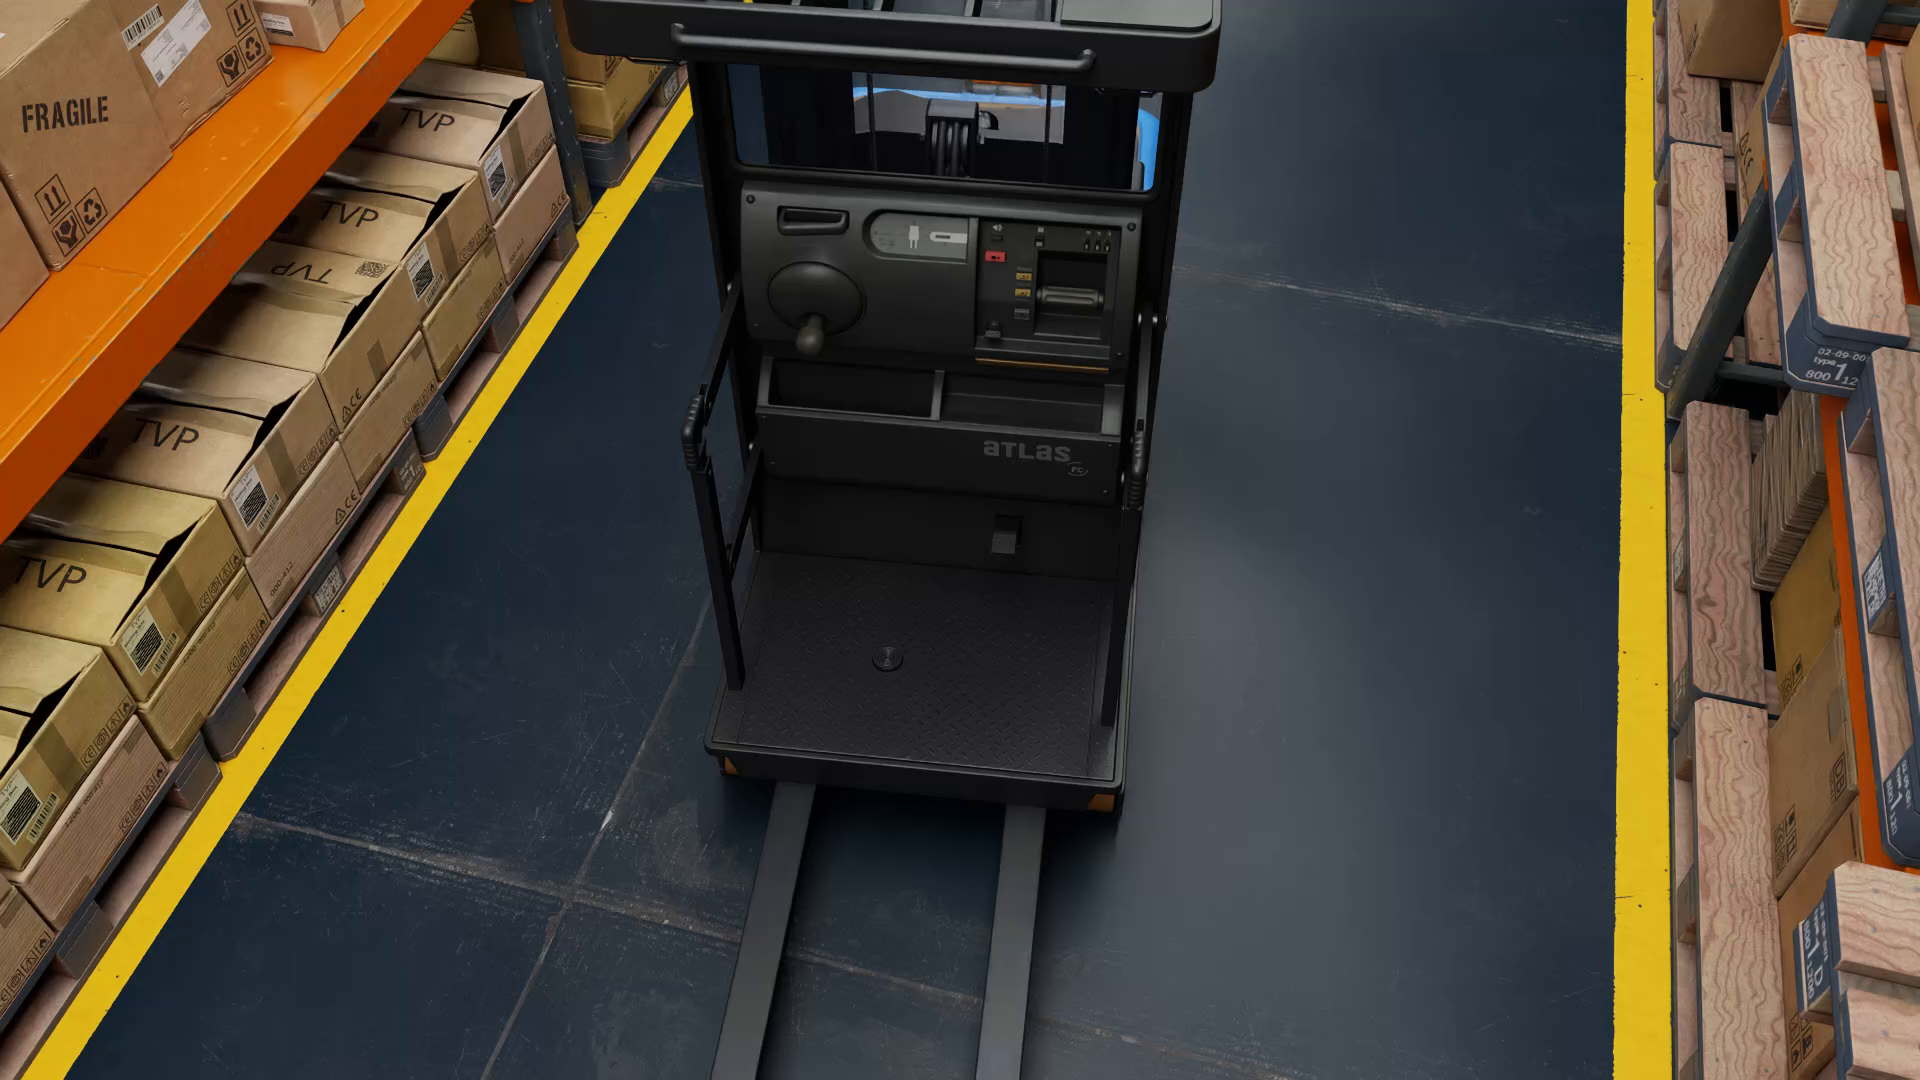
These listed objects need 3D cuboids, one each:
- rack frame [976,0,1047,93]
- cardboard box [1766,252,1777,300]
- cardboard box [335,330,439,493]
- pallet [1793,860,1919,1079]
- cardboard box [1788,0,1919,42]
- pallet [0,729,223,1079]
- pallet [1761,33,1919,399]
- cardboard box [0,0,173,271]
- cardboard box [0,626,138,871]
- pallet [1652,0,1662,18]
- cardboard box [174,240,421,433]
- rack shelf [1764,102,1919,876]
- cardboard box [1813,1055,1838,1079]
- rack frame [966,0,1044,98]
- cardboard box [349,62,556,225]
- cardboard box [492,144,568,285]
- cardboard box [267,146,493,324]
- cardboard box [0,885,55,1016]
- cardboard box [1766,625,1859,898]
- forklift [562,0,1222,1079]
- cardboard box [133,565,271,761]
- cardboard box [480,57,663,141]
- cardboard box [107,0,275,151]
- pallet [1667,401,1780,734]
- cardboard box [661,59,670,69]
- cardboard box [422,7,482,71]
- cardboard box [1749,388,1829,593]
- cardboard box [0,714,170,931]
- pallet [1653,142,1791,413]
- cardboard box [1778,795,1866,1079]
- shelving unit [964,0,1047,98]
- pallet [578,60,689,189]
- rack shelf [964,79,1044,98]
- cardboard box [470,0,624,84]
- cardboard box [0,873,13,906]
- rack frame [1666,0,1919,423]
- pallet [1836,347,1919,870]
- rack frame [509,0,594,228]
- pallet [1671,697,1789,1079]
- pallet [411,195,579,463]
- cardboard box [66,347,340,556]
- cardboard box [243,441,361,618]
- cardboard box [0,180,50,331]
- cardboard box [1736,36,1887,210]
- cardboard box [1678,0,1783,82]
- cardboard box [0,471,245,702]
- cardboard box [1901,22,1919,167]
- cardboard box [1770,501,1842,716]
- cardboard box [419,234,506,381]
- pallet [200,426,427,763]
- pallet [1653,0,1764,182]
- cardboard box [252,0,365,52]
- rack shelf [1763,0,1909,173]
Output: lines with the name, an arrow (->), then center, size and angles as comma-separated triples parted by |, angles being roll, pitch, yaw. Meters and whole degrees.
rack frame -> 0.147, -1.363, 5.731 | 0.240, 1.200, 0.006 | 4, 23, 4
cardboard box -> 2.990, -0.942, 5.677 | 0.380, 0.166, 0.250 | 6, 49, 5
cardboard box -> -2.000, -0.452, 5.202 | 0.500, 0.250, 0.500 | 13, 50, 11
pallet -> 1.910, 1.079, 2.425 | 1.213, 0.211, 1.003 | 12, 50, 10
cardboard box -> 2.710, -1.700, 4.837 | 0.500, 0.250, 0.500 | 12, 50, 10
pallet -> -2.700, 0.912, 4.304 | 1.003, 0.211, 1.213 | 12, 50, 10
pallet -> 2.537, -0.754, 4.042 | 1.003, 0.211, 1.213 | 12, 50, 10
cardboard box -> -2.390, -1.053, 4.112 | 0.500, 0.500, 0.500 | 12, 50, 10
cardboard box -> -2.403, 0.460, 4.023 | 0.500, 0.311, 0.500 | 10, 49, 9
pallet -> 3.663, -2.676, 7.471 | 1.003, 0.211, 1.213 | 12, 50, 10
cardboard box -> -1.996, -0.643, 4.997 | 0.500, 0.311, 0.500 | 11, 50, 10
rack shelf -> 2.352, 0.344, 3.426 | 1.077, 0.370, 4.000 | 12, 50, 10
cardboard box -> 2.212, 1.353, 3.429 | 0.700, 0.500, 0.500 | 11, 50, 10
rack frame -> 0.131, -1.293, 5.562 | 0.240, 1.200, 0.006 | 4, 23, 4
cardboard box -> -1.732, -1.381, 5.648 | 0.500, 0.311, 0.500 | 12, 50, 10
cardboard box -> -1.731, -1.188, 5.852 | 0.500, 0.250, 0.500 | 11, 50, 10
cardboard box -> -1.863, -1.004, 5.315 | 0.500, 0.311, 0.500 | 13, 50, 11
cardboard box -> -2.533, 1.027, 3.896 | 0.500, 0.250, 0.500 | 11, 50, 10
cardboard box -> 2.440, 0.621, 4.075 | 0.700, 0.500, 0.500 | 12, 50, 10
forklift -> -0.073, -0.505, 3.741 | 1.130, 2.935, 3.031 | 5, 49, 4
cardboard box -> -2.271, 0.286, 4.550 | 0.500, 0.250, 0.500 | 10, 49, 9
cardboard box -> -1.487, -1.821, 6.410 | 0.500, 0.250, 0.500 | 12, 50, 10
cardboard box -> -2.258, -1.416, 4.432 | 0.500, 0.500, 0.500 | 15, 50, 13
pallet -> 2.675, 0.145, 4.981 | 1.003, 0.211, 1.213 | 12, 50, 10
cardboard box -> -1.351, -2.181, 6.728 | 0.500, 0.250, 0.500 | 12, 50, 10
cardboard box -> -1.991, -1.924, 6.501 | 0.500, 0.250, 0.500 | 12, 50, 10
cardboard box -> 2.701, -0.124, 4.732 | 0.700, 0.500, 0.500 | 13, 50, 11
cardboard box -> -2.402, 0.664, 4.217 | 0.500, 0.250, 0.500 | 10, 49, 9
pallet -> 3.021, -0.911, 5.913 | 1.003, 0.211, 1.213 | 12, 50, 10
cardboard box -> 2.316, 0.988, 3.751 | 0.700, 0.500, 0.500 | 11, 50, 10
shelving unit -> 0.139, -1.328, 5.647 | 0.258, 1.200, 0.189 | 4, 23, 4
pallet -> -1.652, -1.960, 6.839 | 1.003, 0.211, 1.213 | 12, 50, 10
rack shelf -> 0.148, -1.509, 5.572 | 0.258, 0.103, 0.180 | 4, 23, 4
cardboard box -> -1.478, -2.067, 6.127 | 0.500, 0.500, 0.500 | 12, 50, 10
cardboard box -> -2.533, 0.842, 3.686 | 0.500, 0.311, 0.500 | 13, 50, 11
rack frame -> 2.878, -1.341, 4.433 | 1.000, 3.000, 0.127 | 12, 50, 10
pallet -> 2.307, 0.176, 3.222 | 1.003, 0.211, 1.213 | 12, 50, 10
rack frame -> -1.902, -2.316, 5.293 | 1.000, 3.000, 0.127 | 12, 50, 10
pallet -> 2.356, 1.030, 4.200 | 1.003, 0.211, 1.213 | 12, 50, 10
pallet -> -2.058, -0.853, 5.862 | 1.003, 0.211, 1.213 | 12, 50, 10
cardboard box -> -2.132, -0.280, 4.676 | 0.500, 0.311, 0.500 | 11, 49, 10
cardboard box -> -2.136, -0.084, 4.878 | 0.500, 0.250, 0.500 | 12, 50, 11
cardboard box -> -2.529, -0.673, 3.776 | 0.500, 0.500, 0.500 | 9, 49, 8
cardboard box -> 3.113, -1.418, 5.875 | 0.500, 0.500, 0.500 | 8, 49, 7
cardboard box -> 3.271, -2.137, 6.509 | 0.700, 0.500, 0.500 | 9, 49, 8
cardboard box -> -2.267, 0.092, 4.348 | 0.500, 0.311, 0.500 | 10, 49, 9
cardboard box -> 2.711, -1.158, 3.912 | 0.700, 0.500, 0.500 | 12, 50, 10
cardboard box -> 2.613, 0.260, 4.394 | 0.700, 0.500, 0.500 | 11, 49, 9
cardboard box -> -1.866, -0.822, 5.529 | 0.500, 0.250, 0.500 | 11, 49, 9
pallet -> -2.377, 0.033, 5.080 | 1.003, 0.211, 1.213 | 12, 50, 10
pallet -> 3.340, -1.796, 6.695 | 1.003, 0.211, 1.213 | 12, 50, 10
cardboard box -> -1.956, -1.599, 4.750 | 0.396, 0.266, 0.258 | 10, 49, 9
rack shelf -> 3.405, -2.550, 5.979 | 1.077, 0.370, 4.000 | 12, 50, 10
